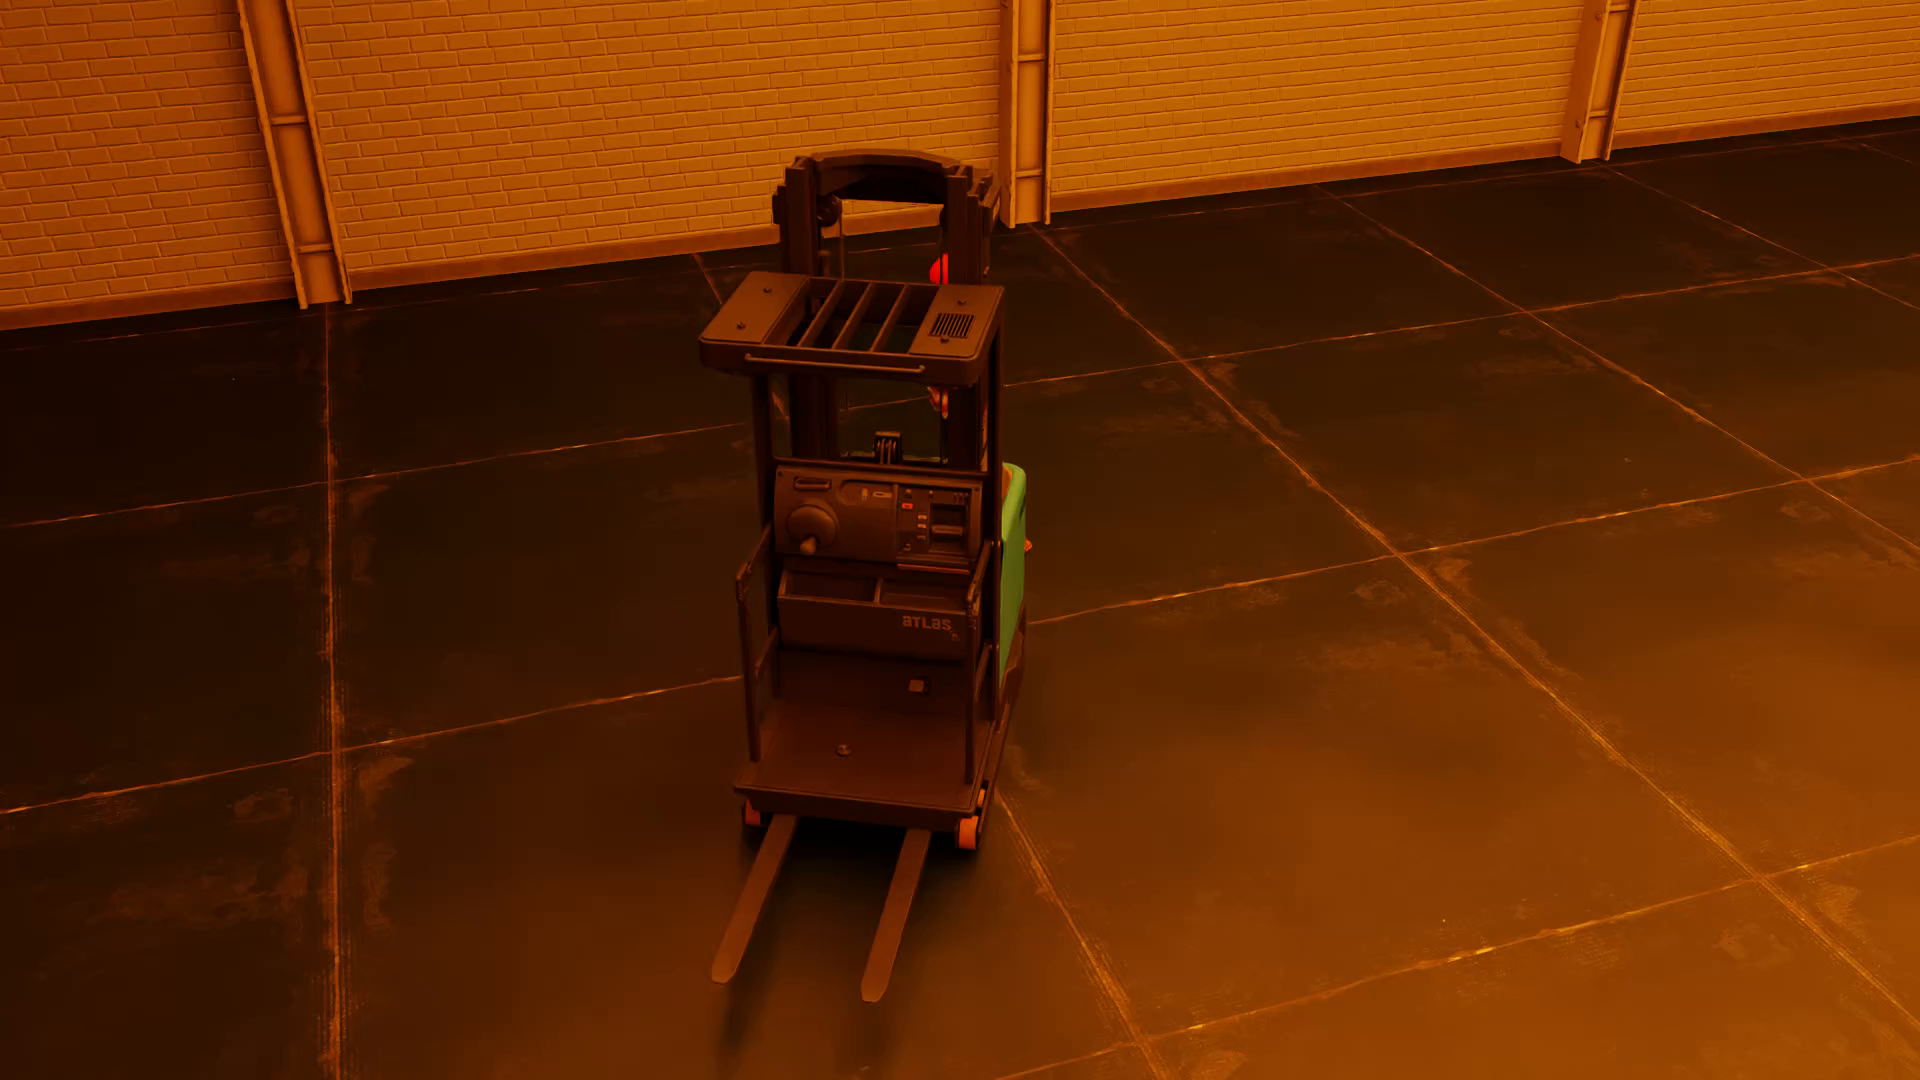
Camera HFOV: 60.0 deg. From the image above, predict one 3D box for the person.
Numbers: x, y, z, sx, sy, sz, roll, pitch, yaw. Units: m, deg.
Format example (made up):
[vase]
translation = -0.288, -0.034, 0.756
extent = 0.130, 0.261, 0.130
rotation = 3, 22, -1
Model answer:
[person]
translation = 0.080, -0.789, 9.588
extent = 0.564, 1.787, 0.637
rotation = -10, 31, -16

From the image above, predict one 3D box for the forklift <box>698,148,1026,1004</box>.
[forklift]
translation = -0.400, -0.052, 7.177
extent = 1.130, 2.935, 3.031
rotation = 5, 30, 8
